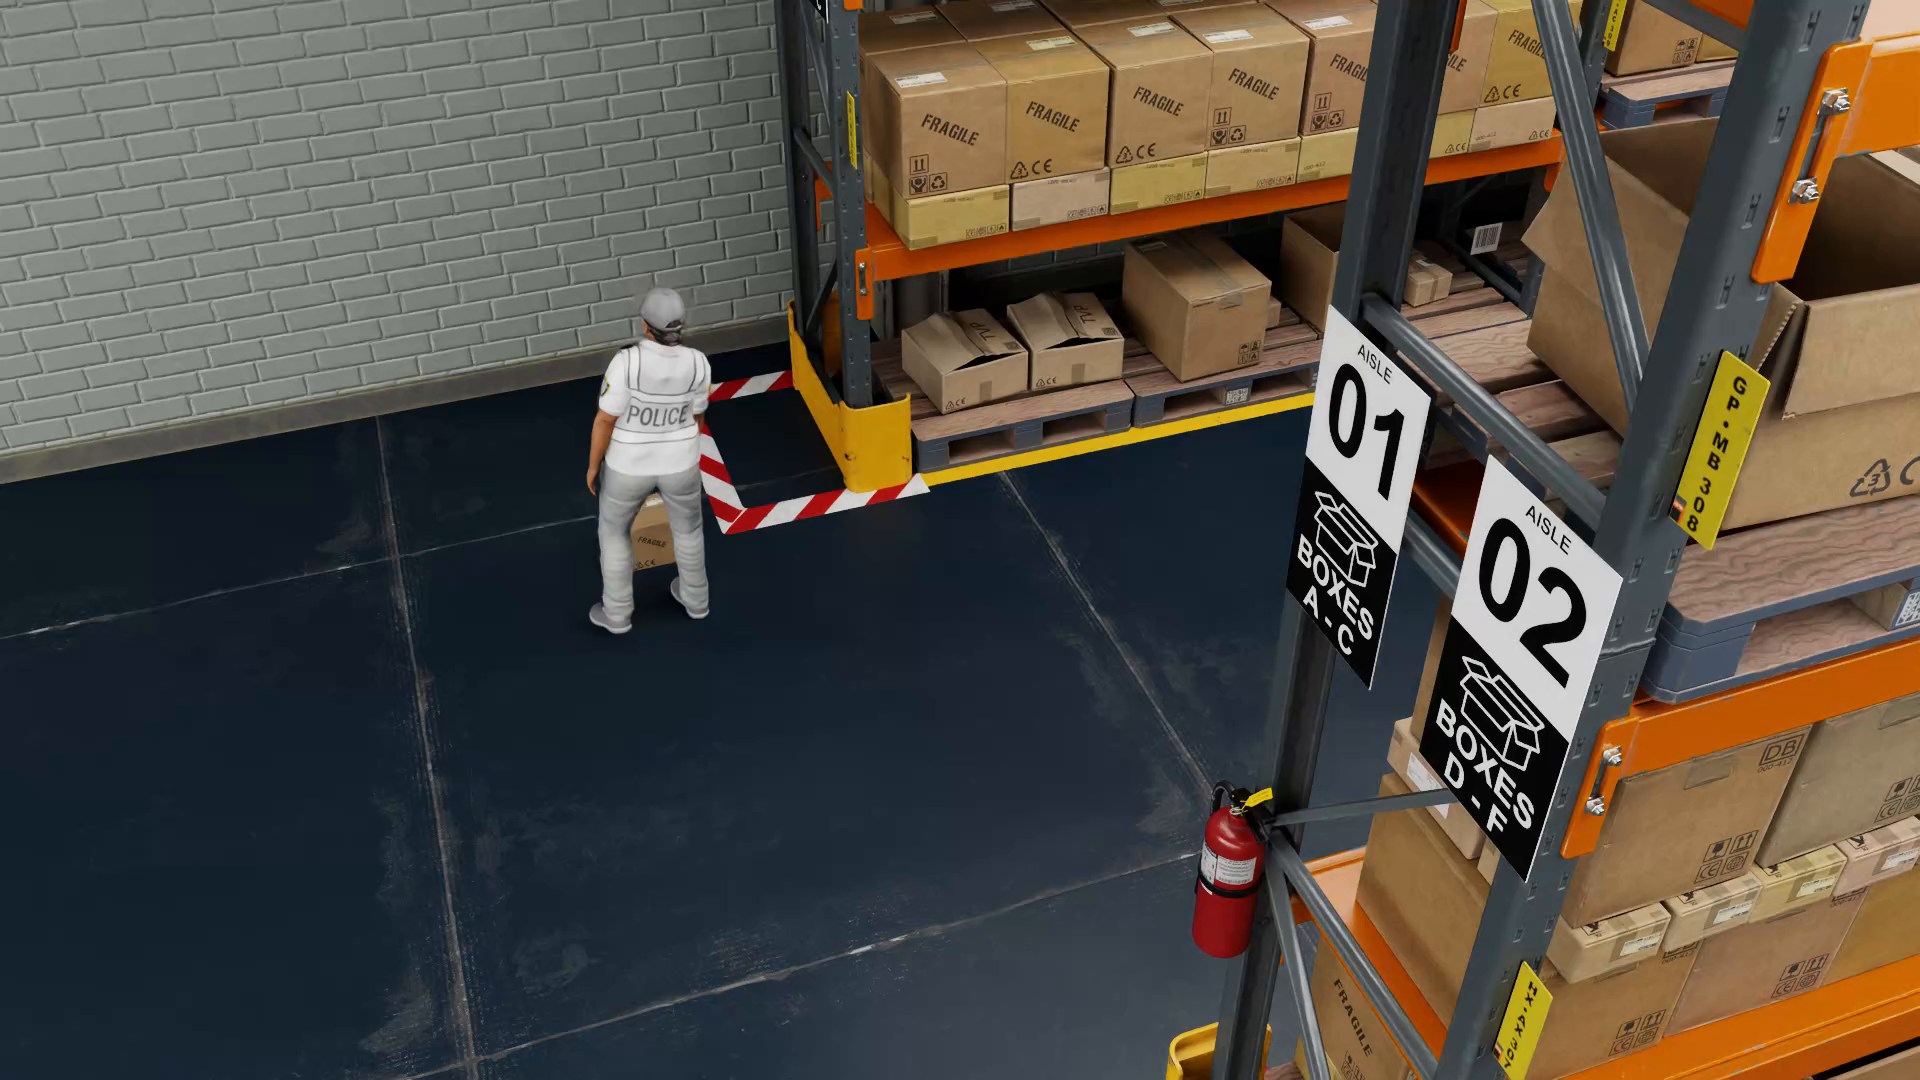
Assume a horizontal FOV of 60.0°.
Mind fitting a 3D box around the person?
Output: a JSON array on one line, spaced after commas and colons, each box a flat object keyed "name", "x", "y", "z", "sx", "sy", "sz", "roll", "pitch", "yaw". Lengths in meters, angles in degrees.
[{"name": "person", "x": -1.368, "y": -0.316, "z": 7.179, "sx": 0.662, "sy": 1.668, "sz": 0.382, "roll": -12, "pitch": 39, "yaw": -15}]
